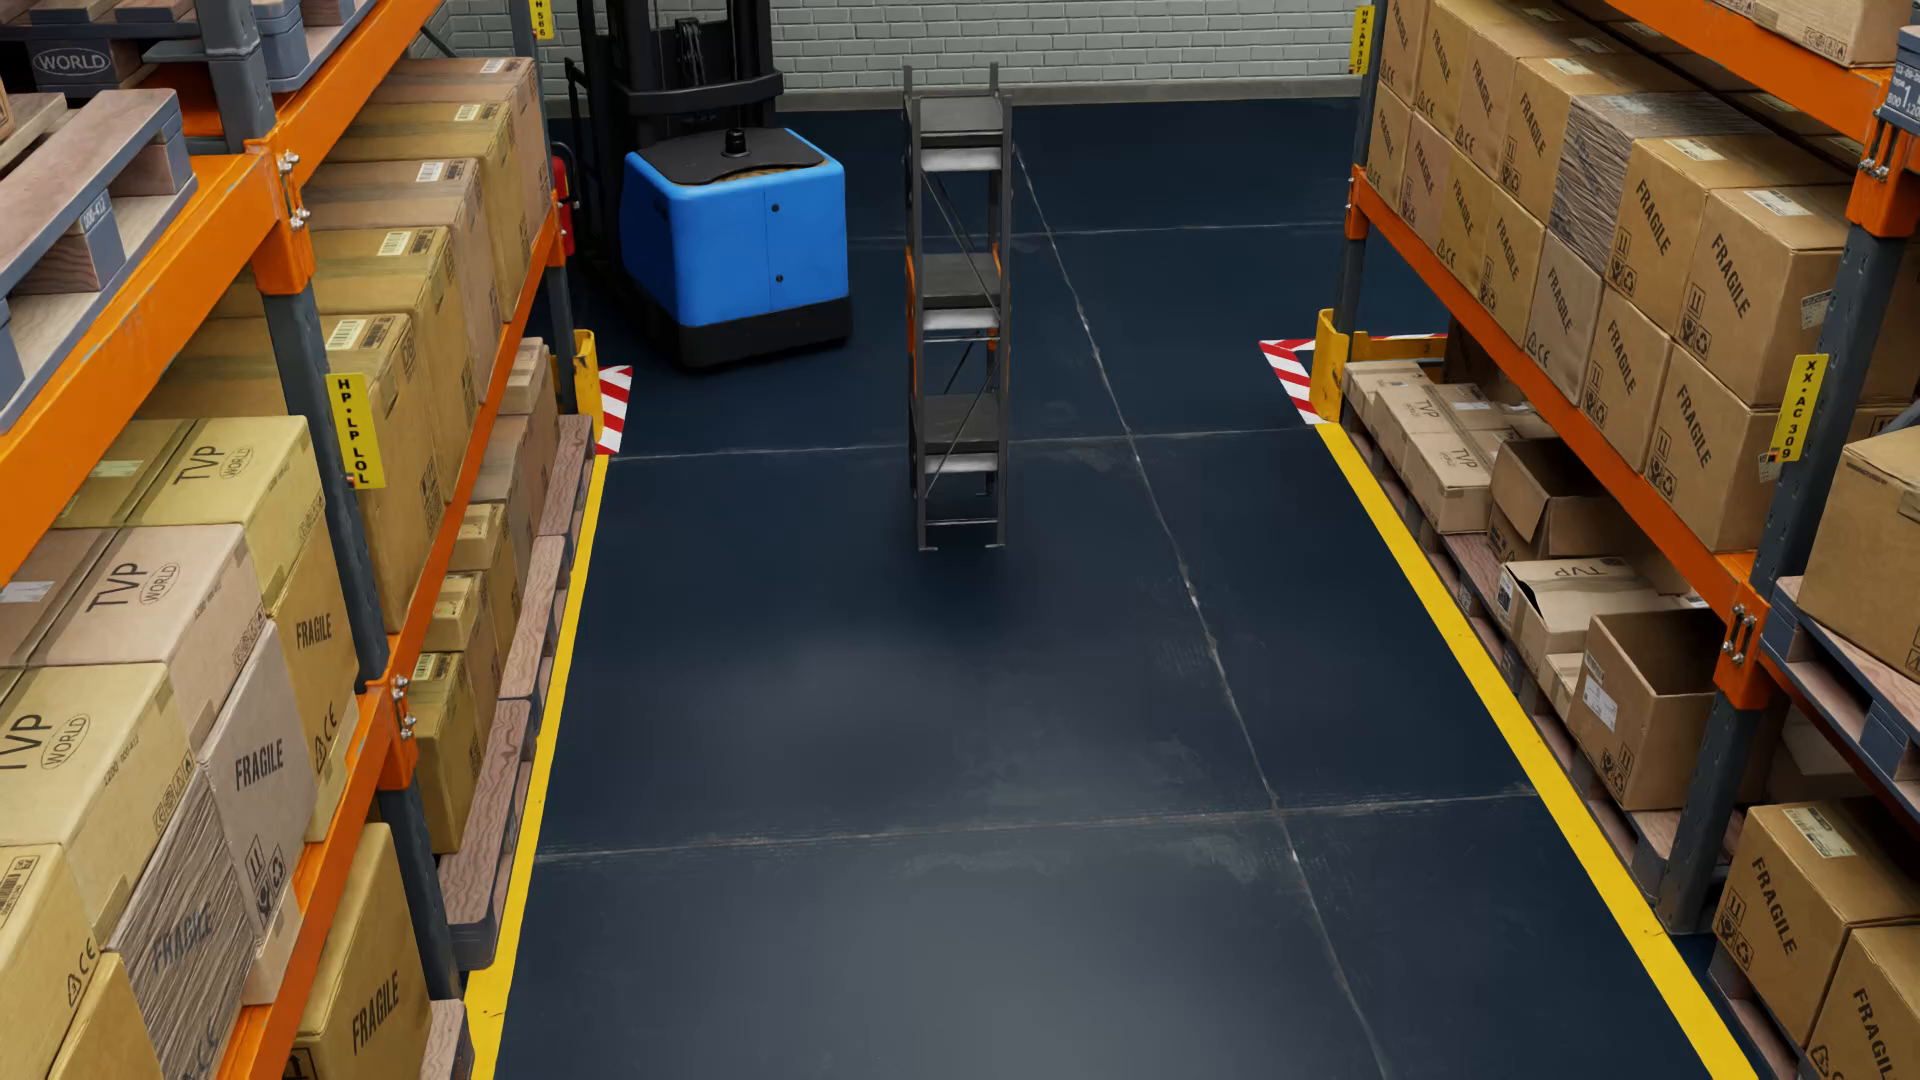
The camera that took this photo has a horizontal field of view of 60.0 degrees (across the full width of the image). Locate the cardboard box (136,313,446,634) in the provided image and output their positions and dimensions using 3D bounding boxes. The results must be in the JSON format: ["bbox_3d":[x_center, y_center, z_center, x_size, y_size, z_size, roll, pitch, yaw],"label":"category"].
[{"bbox_3d":[-2.114,-0.187,4.845,0.980,0.700,0.700,-2,31,-4],"label":"cardboard box"}]

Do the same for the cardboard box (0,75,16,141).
[{"bbox_3d":[-2.107,-0.845,2.789,0.700,0.500,0.500,-4,31,-7],"label":"cardboard box"}]

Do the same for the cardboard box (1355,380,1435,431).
[{"bbox_3d":[2.199,-0.676,8.291,0.380,0.166,0.250,-3,31,-5],"label":"cardboard box"}]

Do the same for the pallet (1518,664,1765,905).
[{"bbox_3d":[2.789,0.827,6.160,1.003,0.211,1.213,-3,31,-5],"label":"pallet"}]

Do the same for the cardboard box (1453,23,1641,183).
[{"bbox_3d":[2.355,-1.773,6.720,0.500,0.500,0.500,-2,31,-4],"label":"cardboard box"}]

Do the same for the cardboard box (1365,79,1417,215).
[{"bbox_3d":[2.257,-1.866,7.851,0.500,0.500,0.500,-2,31,-4],"label":"cardboard box"}]

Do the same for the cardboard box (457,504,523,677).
[{"bbox_3d":[-2.137,0.207,6.507,0.700,0.500,0.500,-2,31,-3],"label":"cardboard box"}]

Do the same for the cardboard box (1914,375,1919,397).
[{"bbox_3d":[3.088,-0.746,5.001,0.500,0.500,0.500,-2,31,-3],"label":"cardboard box"}]

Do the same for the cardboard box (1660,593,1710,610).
[{"bbox_3d":[2.937,0.342,6.586,0.380,0.166,0.250,-3,31,-5],"label":"cardboard box"}]

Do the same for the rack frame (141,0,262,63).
[{"bbox_3d":[-2.080,-2.356,2.919,1.000,3.000,0.127,-3,31,-5],"label":"rack frame"}]

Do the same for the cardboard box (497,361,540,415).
[{"bbox_3d":[-2.070,-0.668,7.339,0.380,0.149,0.250,-2,31,-3],"label":"cardboard box"}]

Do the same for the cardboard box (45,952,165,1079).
[{"bbox_3d":[-1.638,1.036,2.684,0.500,0.500,0.500,-2,31,-3],"label":"cardboard box"}]

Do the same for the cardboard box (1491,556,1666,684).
[{"bbox_3d":[2.446,0.286,6.540,0.500,0.311,0.500,-3,31,-5],"label":"cardboard box"}]

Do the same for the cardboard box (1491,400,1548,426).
[{"bbox_3d":[2.722,-0.557,8.092,0.380,0.166,0.250,-3,31,-5],"label":"cardboard box"}]

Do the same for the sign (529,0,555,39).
[{"bbox_3d":[-1.912,-2.440,7.550,0.100,0.325,0.005,-3,31,-5],"label":"sign"}]

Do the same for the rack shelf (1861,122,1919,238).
[{"bbox_3d":[3.039,0.023,2.564,1.077,0.370,4.000,-3,31,-5],"label":"rack shelf"}]

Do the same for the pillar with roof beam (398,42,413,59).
[{"bbox_3d":[0.719,-5.941,8.922,9.100,9.000,0.400,-3,31,-5],"label":"pillar with roof beam"}]

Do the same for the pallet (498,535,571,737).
[{"bbox_3d":[-2.190,0.400,6.874,1.003,0.211,1.213,-3,31,-5],"label":"pallet"}]

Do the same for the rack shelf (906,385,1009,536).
[{"bbox_3d":[-0.015,-0.373,7.719,0.431,0.518,0.480,-3,31,-5],"label":"rack shelf"}]

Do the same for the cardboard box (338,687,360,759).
[{"bbox_3d":[-1.766,0.478,4.250,0.380,0.149,0.250,-2,31,-4],"label":"cardboard box"}]

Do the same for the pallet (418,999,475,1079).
[{"bbox_3d":[-1.933,1.807,4.519,1.003,0.211,1.213,-3,31,-5],"label":"pallet"}]

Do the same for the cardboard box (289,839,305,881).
[{"bbox_3d":[-1.740,0.740,3.812,0.380,0.149,0.250,-2,31,-3],"label":"cardboard box"}]

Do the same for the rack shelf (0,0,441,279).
[{"bbox_3d":[-2.267,-1.780,5.582,1.077,0.370,4.000,-3,31,-5],"label":"rack shelf"}]

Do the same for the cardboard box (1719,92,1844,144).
[{"bbox_3d":[2.992,-1.272,5.881,0.500,0.500,0.500,-4,31,-6],"label":"cardboard box"}]

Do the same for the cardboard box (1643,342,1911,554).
[{"bbox_3d":[2.550,-0.306,5.239,0.500,0.500,0.500,-2,31,-4],"label":"cardboard box"}]

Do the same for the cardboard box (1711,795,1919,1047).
[{"bbox_3d":[2.655,1.123,4.953,0.500,0.500,0.500,-4,31,-7],"label":"cardboard box"}]

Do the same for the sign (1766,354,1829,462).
[{"bbox_3d":[2.312,-0.361,4.586,0.100,0.325,0.005,-3,31,-5],"label":"sign"}]

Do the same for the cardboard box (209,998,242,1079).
[{"bbox_3d":[-1.700,1.000,3.376,0.380,0.149,0.250,-3,31,-5],"label":"cardboard box"}]

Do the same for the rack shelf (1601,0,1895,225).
[{"bbox_3d":[2.665,-2.020,5.983,1.077,0.370,4.000,-3,31,-5],"label":"rack shelf"}]

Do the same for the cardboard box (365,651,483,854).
[{"bbox_3d":[-2.048,0.726,5.638,0.700,0.500,0.500,-2,31,-4],"label":"cardboard box"}]

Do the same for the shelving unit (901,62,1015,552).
[{"bbox_3d":[-0.015,-0.986,7.353,0.431,2.100,0.503,-3,31,-5],"label":"shelving unit"}]

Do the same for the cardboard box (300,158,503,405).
[{"bbox_3d":[-2.255,-0.931,6.091,0.980,0.700,0.700,-4,31,-7],"label":"cardboard box"}]

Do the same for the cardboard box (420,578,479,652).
[{"bbox_3d":[-1.898,0.264,5.779,0.380,0.149,0.250,-2,31,-3],"label":"cardboard box"}]

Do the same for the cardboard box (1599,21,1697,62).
[{"bbox_3d":[2.895,-1.798,6.762,0.500,0.500,0.500,-2,31,-3],"label":"cardboard box"}]

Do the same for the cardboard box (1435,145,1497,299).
[{"bbox_3d":[2.355,-1.346,6.981,0.500,0.500,0.500,-3,31,-5],"label":"cardboard box"}]

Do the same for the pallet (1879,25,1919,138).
[{"bbox_3d":[2.843,-0.890,3.574,1.213,0.211,1.003,-3,31,-5],"label":"pallet"}]

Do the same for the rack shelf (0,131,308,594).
[{"bbox_3d":[-1.893,0.262,2.163,1.077,0.370,4.000,-3,31,-5],"label":"rack shelf"}]

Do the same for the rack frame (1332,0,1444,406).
[{"bbox_3d":[2.478,-2.062,8.277,1.000,3.000,0.127,-3,31,-5],"label":"rack frame"}]

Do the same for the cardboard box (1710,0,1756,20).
[{"bbox_3d":[2.506,-1.734,4.950,0.500,0.250,0.500,-3,31,-5],"label":"cardboard box"}]

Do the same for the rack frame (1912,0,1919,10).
[{"bbox_3d":[2.852,-2.595,3.319,1.000,3.000,0.127,-3,31,-5],"label":"rack frame"}]

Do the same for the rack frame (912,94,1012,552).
[{"bbox_3d":[0.007,-0.861,7.144,0.400,2.100,0.015,-3,31,-5],"label":"rack frame"}]

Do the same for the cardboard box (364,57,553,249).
[{"bbox_3d":[-2.396,-1.692,7.364,0.980,0.700,0.700,-1,31,-2],"label":"cardboard box"}]

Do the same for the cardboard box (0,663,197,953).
[{"bbox_3d":[-1.696,0.467,2.905,0.500,0.250,0.500,-2,31,-4],"label":"cardboard box"}]

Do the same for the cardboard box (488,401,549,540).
[{"bbox_3d":[-2.242,-0.322,7.392,0.700,0.500,0.500,-3,31,-5],"label":"cardboard box"}]

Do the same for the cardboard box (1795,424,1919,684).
[{"bbox_3d":[2.673,0.010,4.302,0.700,0.500,0.500,-13,33,-21],"label":"cardboard box"}]

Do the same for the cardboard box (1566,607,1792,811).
[{"bbox_3d":[2.516,0.587,5.850,0.500,0.500,0.500,-3,31,-5],"label":"cardboard box"}]

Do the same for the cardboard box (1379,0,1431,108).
[{"bbox_3d":[2.257,-2.295,7.594,0.500,0.500,0.500,-2,31,-3],"label":"cardboard box"}]

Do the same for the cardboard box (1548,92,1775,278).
[{"bbox_3d":[2.449,-1.256,5.856,0.500,0.500,0.500,-3,31,-4],"label":"cardboard box"}]

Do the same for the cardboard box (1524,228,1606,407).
[{"bbox_3d":[2.450,-0.831,6.118,0.500,0.500,0.500,-2,31,-3],"label":"cardboard box"}]

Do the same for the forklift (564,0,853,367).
[{"bbox_3d":[-1.760,-2.944,9.820,1.130,2.935,3.031,-15,34,-24],"label":"forklift"}]

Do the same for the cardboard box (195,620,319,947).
[{"bbox_3d":[-1.728,0.524,3.541,0.500,0.500,0.500,-3,31,-4],"label":"cardboard box"}]

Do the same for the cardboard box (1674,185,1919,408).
[{"bbox_3d":[2.547,-0.738,4.987,0.500,0.500,0.500,-3,31,-4],"label":"cardboard box"}]

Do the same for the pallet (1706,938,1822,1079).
[{"bbox_3d":[2.966,1.591,4.881,1.003,0.211,1.213,-3,31,-5],"label":"pallet"}]

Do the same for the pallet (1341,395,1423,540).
[{"bbox_3d":[2.561,-0.419,8.246,1.003,0.211,1.213,-3,31,-5],"label":"pallet"}]

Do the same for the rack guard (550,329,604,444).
[{"bbox_3d":[-2.456,-0.762,8.538,1.175,0.500,0.348,-3,31,-5],"label":"rack guard"}]

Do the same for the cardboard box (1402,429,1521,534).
[{"bbox_3d":[2.340,-0.269,7.527,0.500,0.250,0.500,-3,31,-5],"label":"cardboard box"}]
